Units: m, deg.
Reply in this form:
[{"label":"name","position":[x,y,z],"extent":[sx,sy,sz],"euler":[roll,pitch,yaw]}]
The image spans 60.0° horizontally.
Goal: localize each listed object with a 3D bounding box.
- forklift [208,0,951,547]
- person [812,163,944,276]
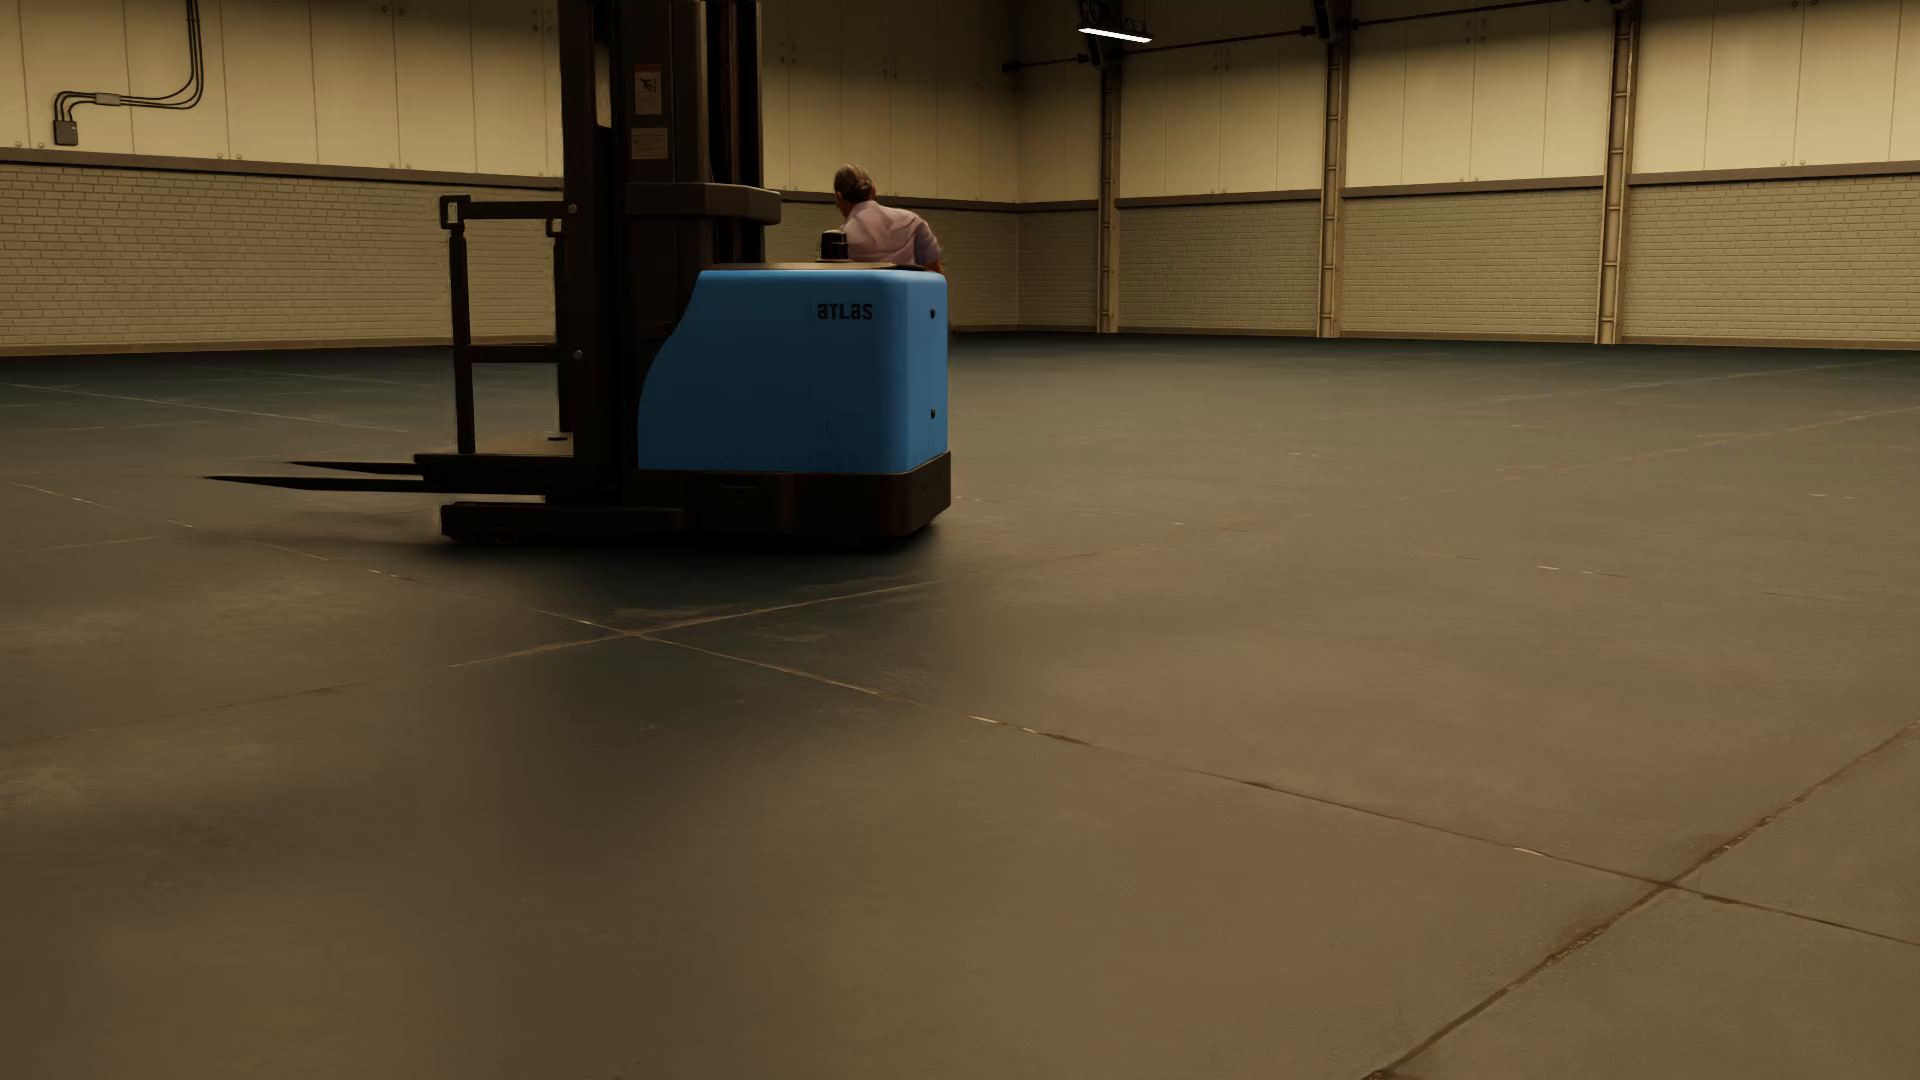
[{"label":"forklift","position":[-1.606,-1.503,6.855],"extent":[3.031,2.935,1.130],"euler":[1,9,10]},{"label":"person","position":[-0.466,-0.896,7.371],"extent":[0.868,1.492,0.828],"euler":[-6,11,-36]}]
